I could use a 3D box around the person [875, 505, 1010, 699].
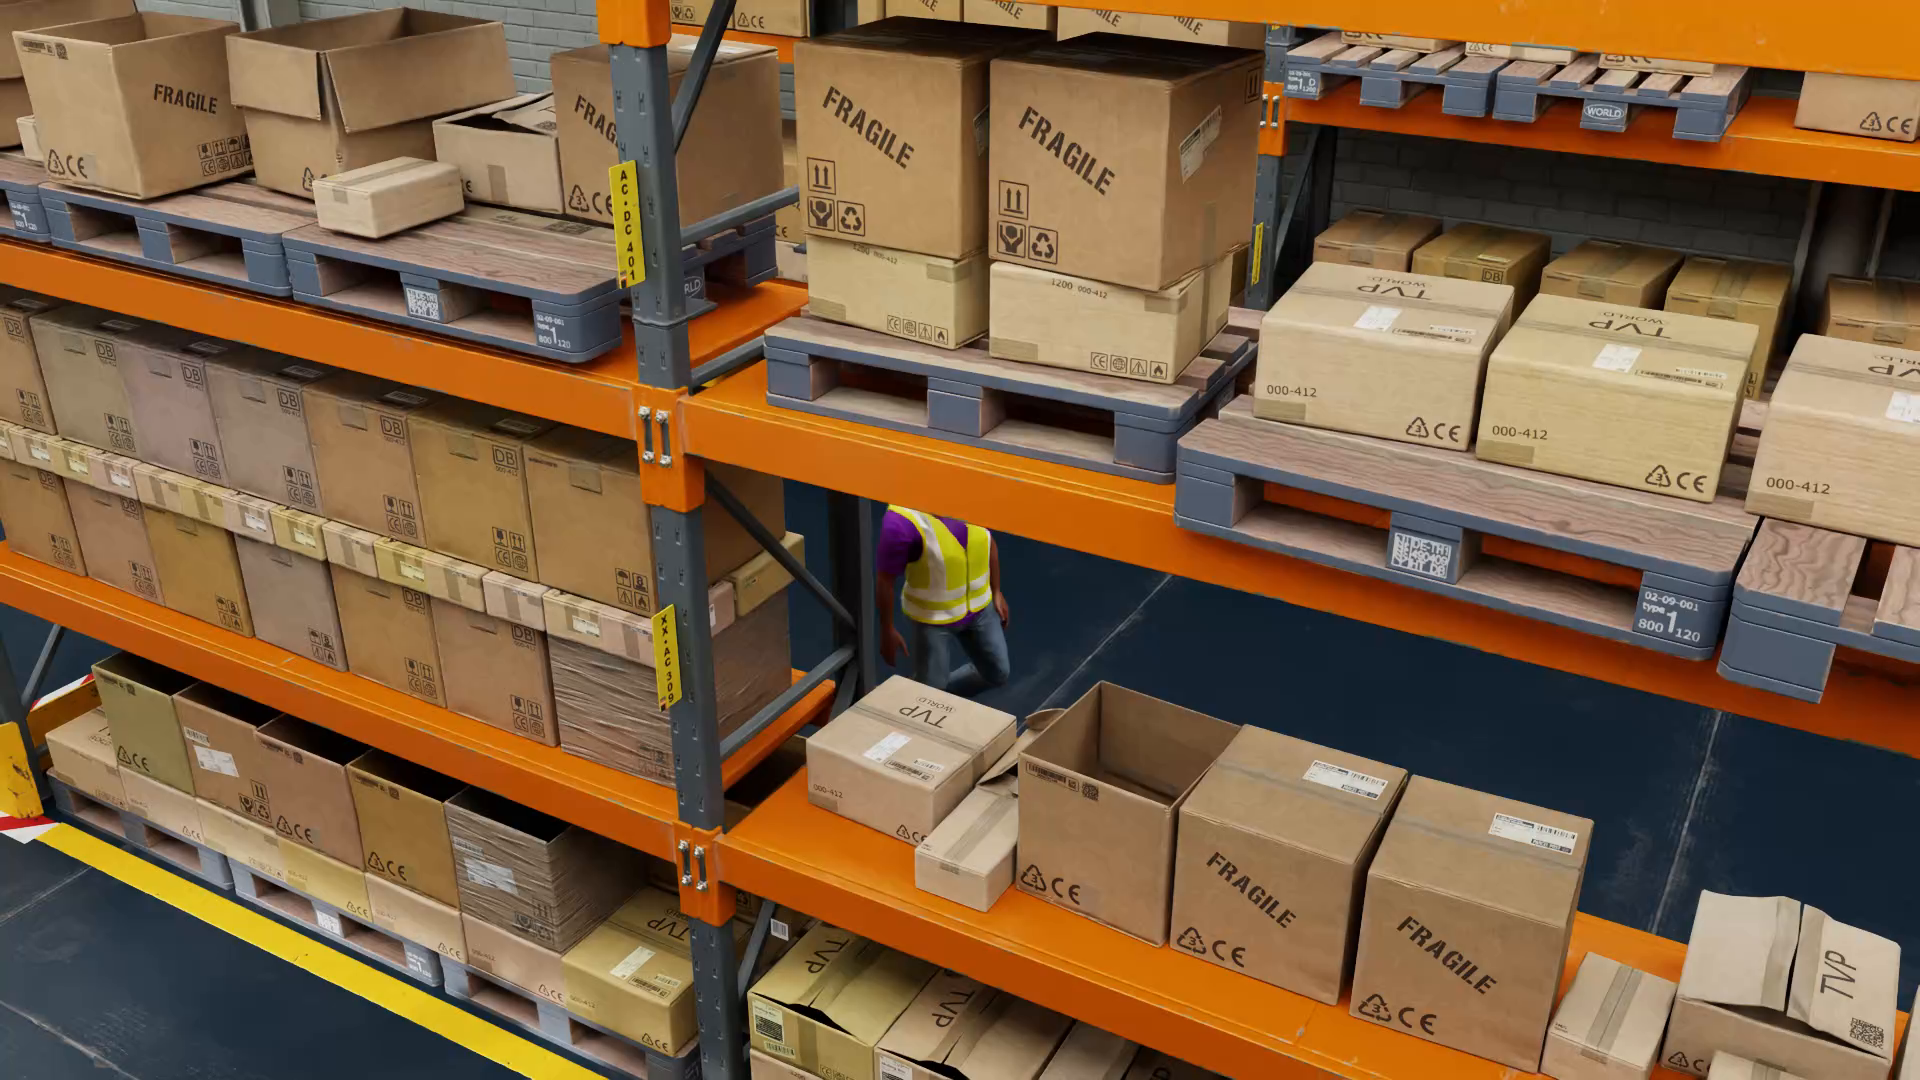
[{"bbox_3d":[-0.108,0.316,7.479,0.665,1.765,0.562,-20,33,-35],"label":"person"}]
